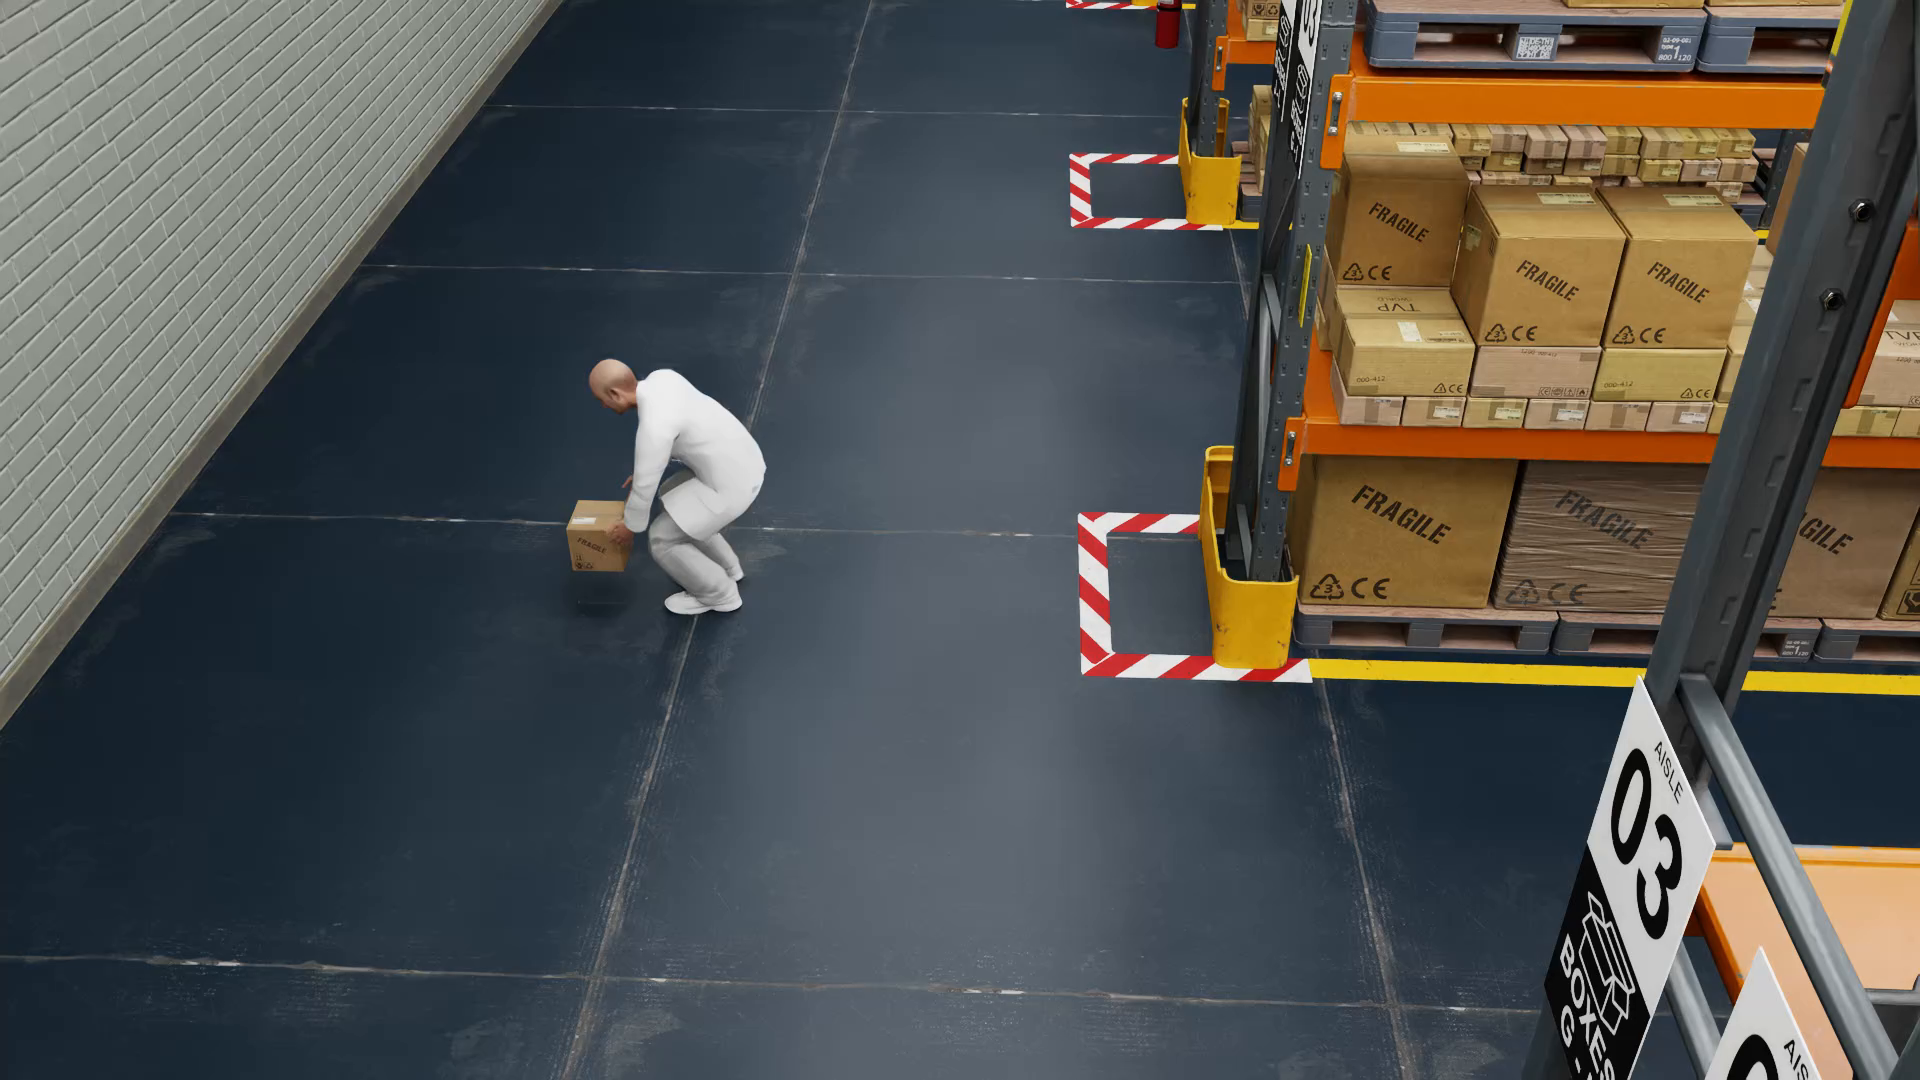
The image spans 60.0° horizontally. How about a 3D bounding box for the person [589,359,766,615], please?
[{"bbox_3d":[-1.307,-0.260,7.899,0.764,1.322,0.631,1,35,2],"label":"person"}]
